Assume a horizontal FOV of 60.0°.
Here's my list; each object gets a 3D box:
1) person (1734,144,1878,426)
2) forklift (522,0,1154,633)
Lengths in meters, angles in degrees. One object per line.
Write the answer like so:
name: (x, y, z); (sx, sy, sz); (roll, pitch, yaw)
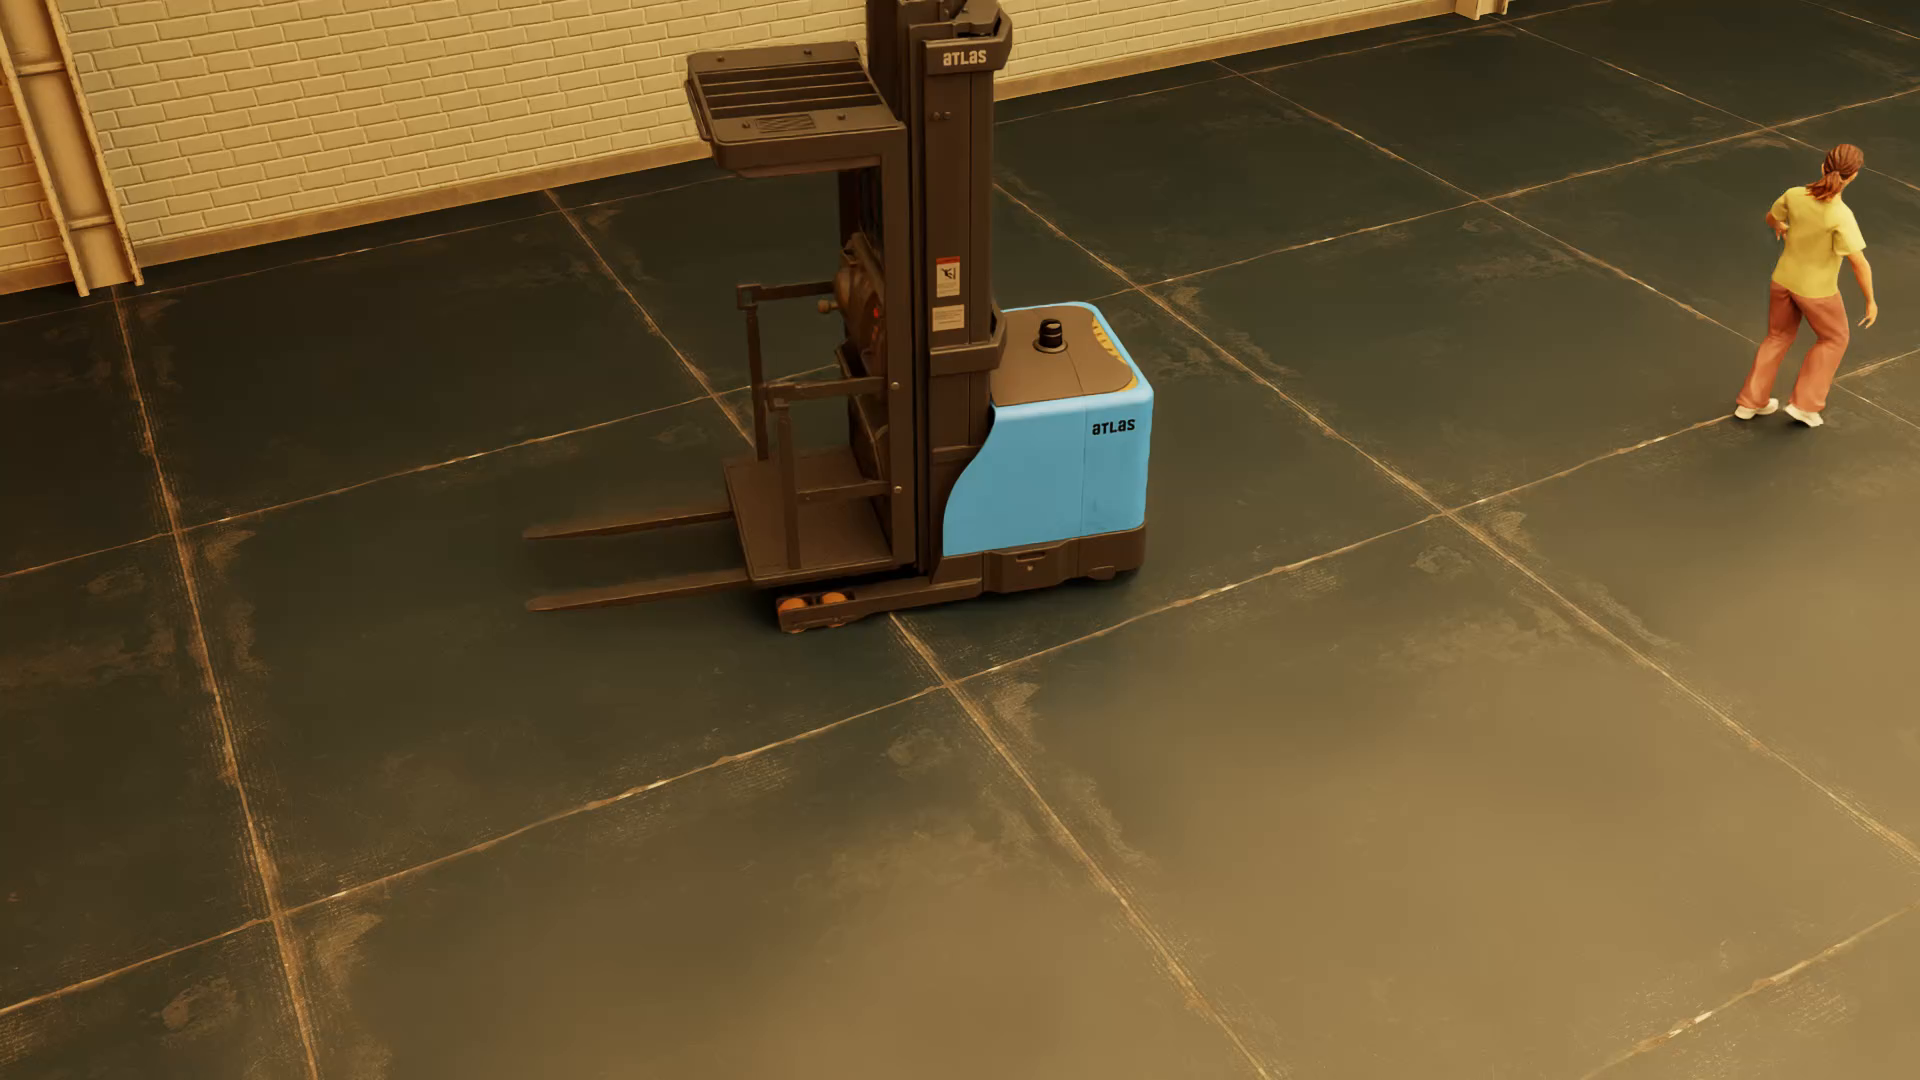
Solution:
person: (4.720, -1.393, 9.240); (0.496, 1.698, 0.847); (-14, 38, -19)
forklift: (-0.646, -1.085, 7.658); (3.031, 2.935, 1.130); (-8, 36, -11)
